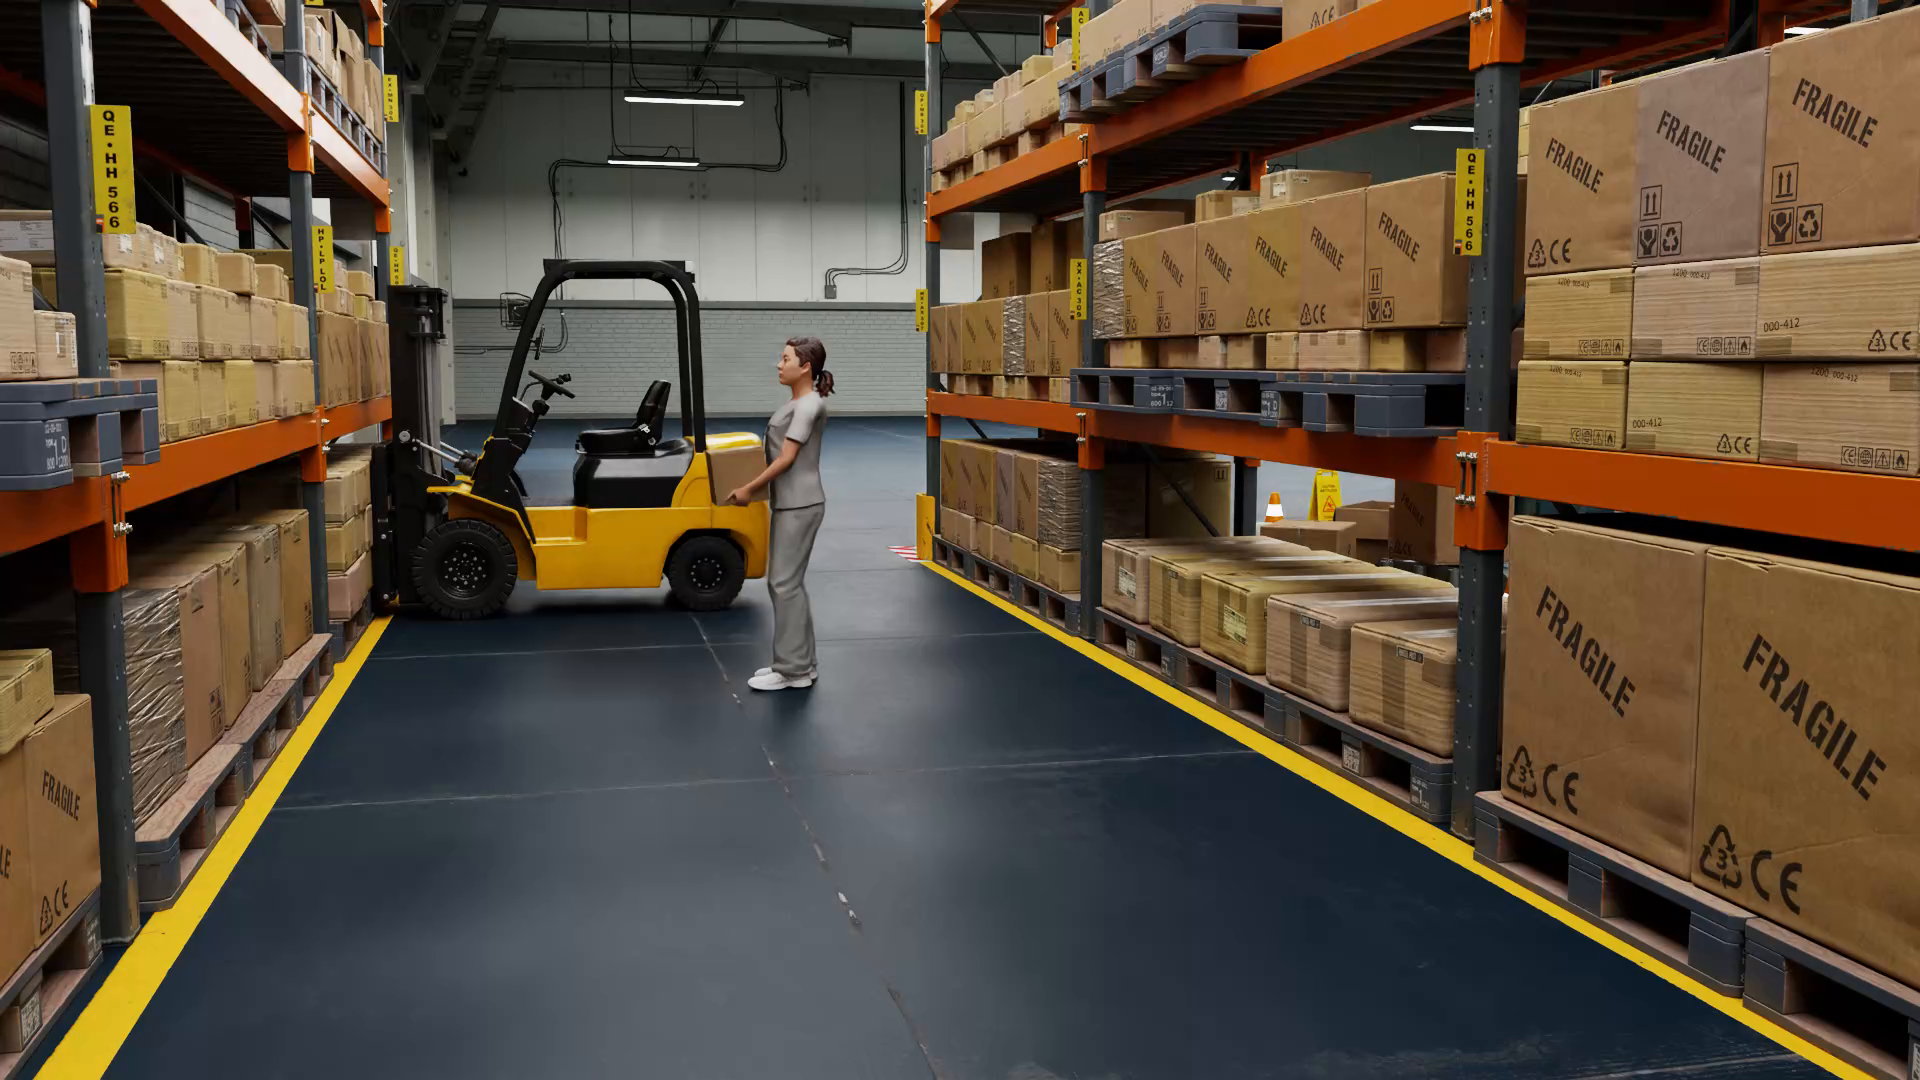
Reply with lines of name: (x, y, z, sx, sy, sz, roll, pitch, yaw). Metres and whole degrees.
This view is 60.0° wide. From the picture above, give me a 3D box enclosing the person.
person: (-0.860, -0.128, 7.896, 0.531, 1.664, 0.437, -1, 6, -13)
